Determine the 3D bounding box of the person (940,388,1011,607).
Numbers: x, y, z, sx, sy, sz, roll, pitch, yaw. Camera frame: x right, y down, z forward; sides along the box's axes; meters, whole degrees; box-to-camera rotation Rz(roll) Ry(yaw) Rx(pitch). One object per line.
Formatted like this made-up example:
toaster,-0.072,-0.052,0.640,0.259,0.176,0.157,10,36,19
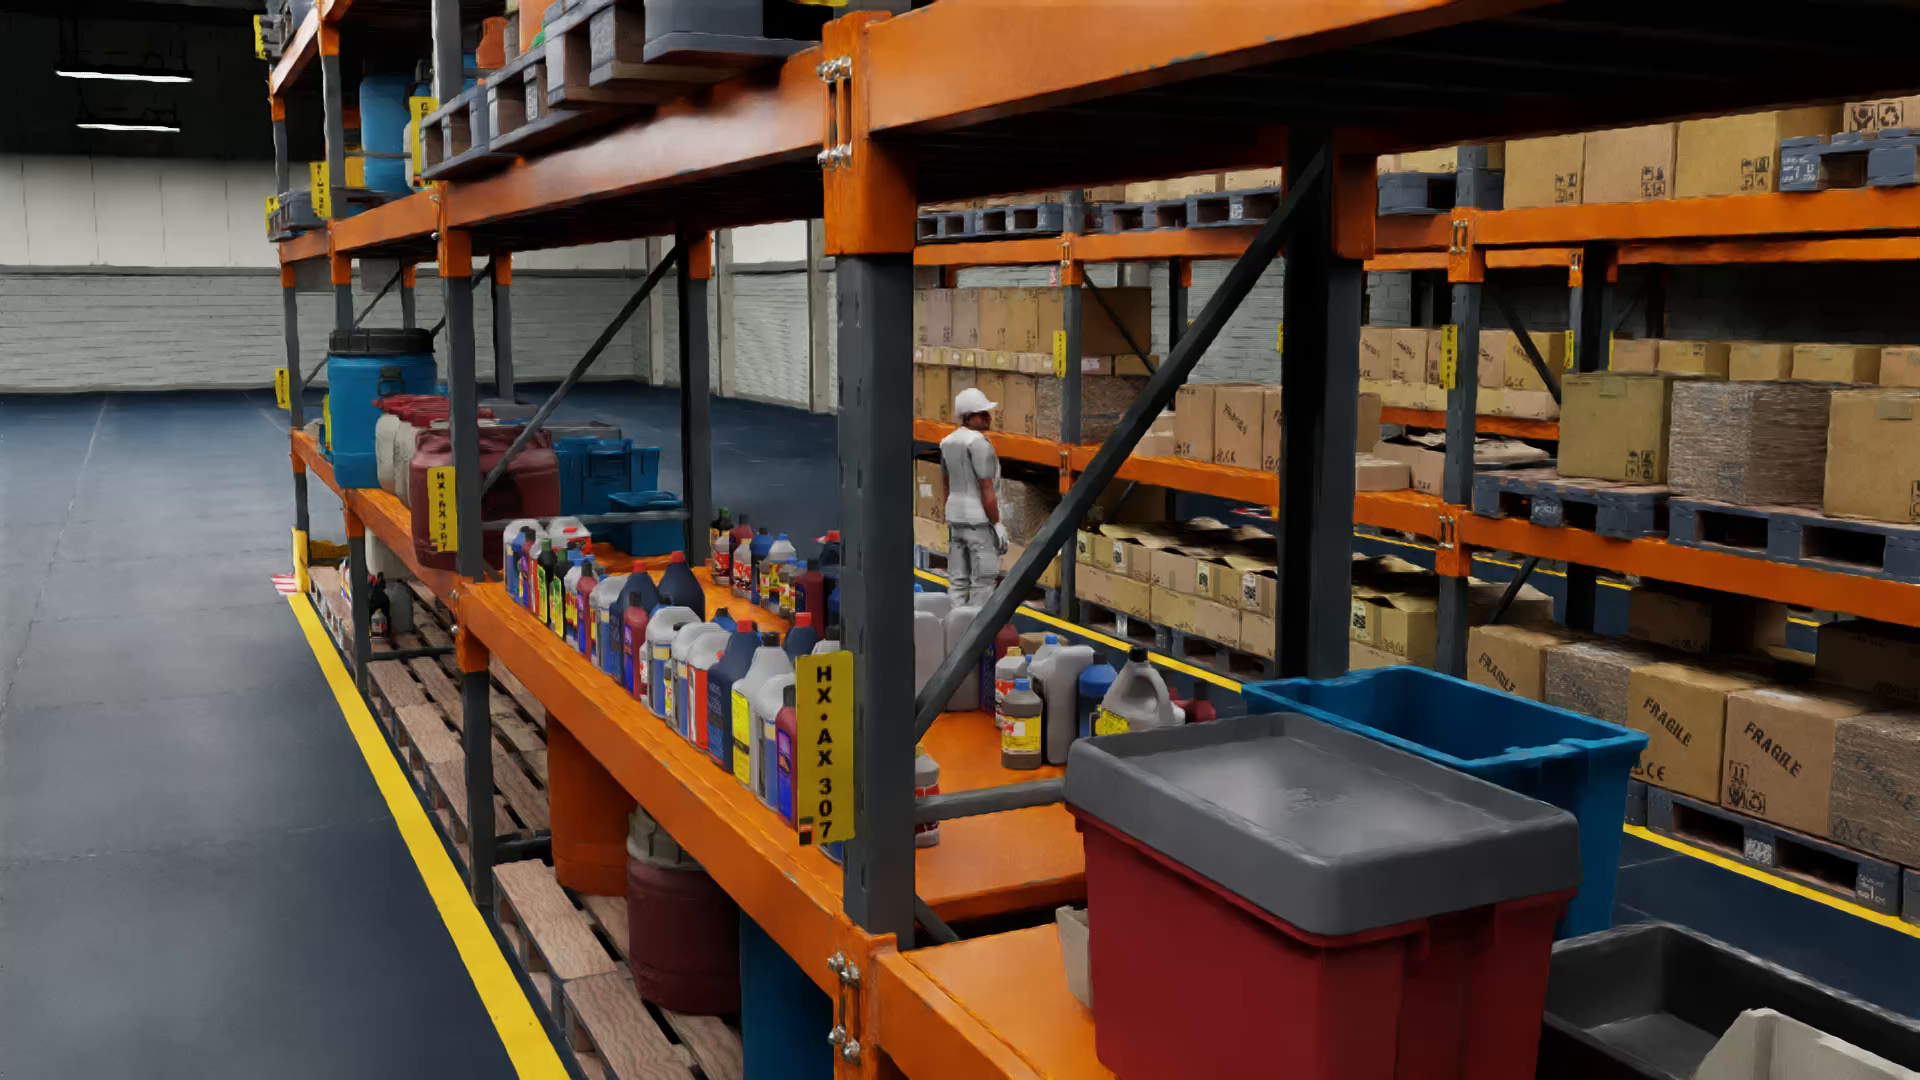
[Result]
person,0.095,-0.087,10.764,0.434,1.789,0.585,-6,10,-36
